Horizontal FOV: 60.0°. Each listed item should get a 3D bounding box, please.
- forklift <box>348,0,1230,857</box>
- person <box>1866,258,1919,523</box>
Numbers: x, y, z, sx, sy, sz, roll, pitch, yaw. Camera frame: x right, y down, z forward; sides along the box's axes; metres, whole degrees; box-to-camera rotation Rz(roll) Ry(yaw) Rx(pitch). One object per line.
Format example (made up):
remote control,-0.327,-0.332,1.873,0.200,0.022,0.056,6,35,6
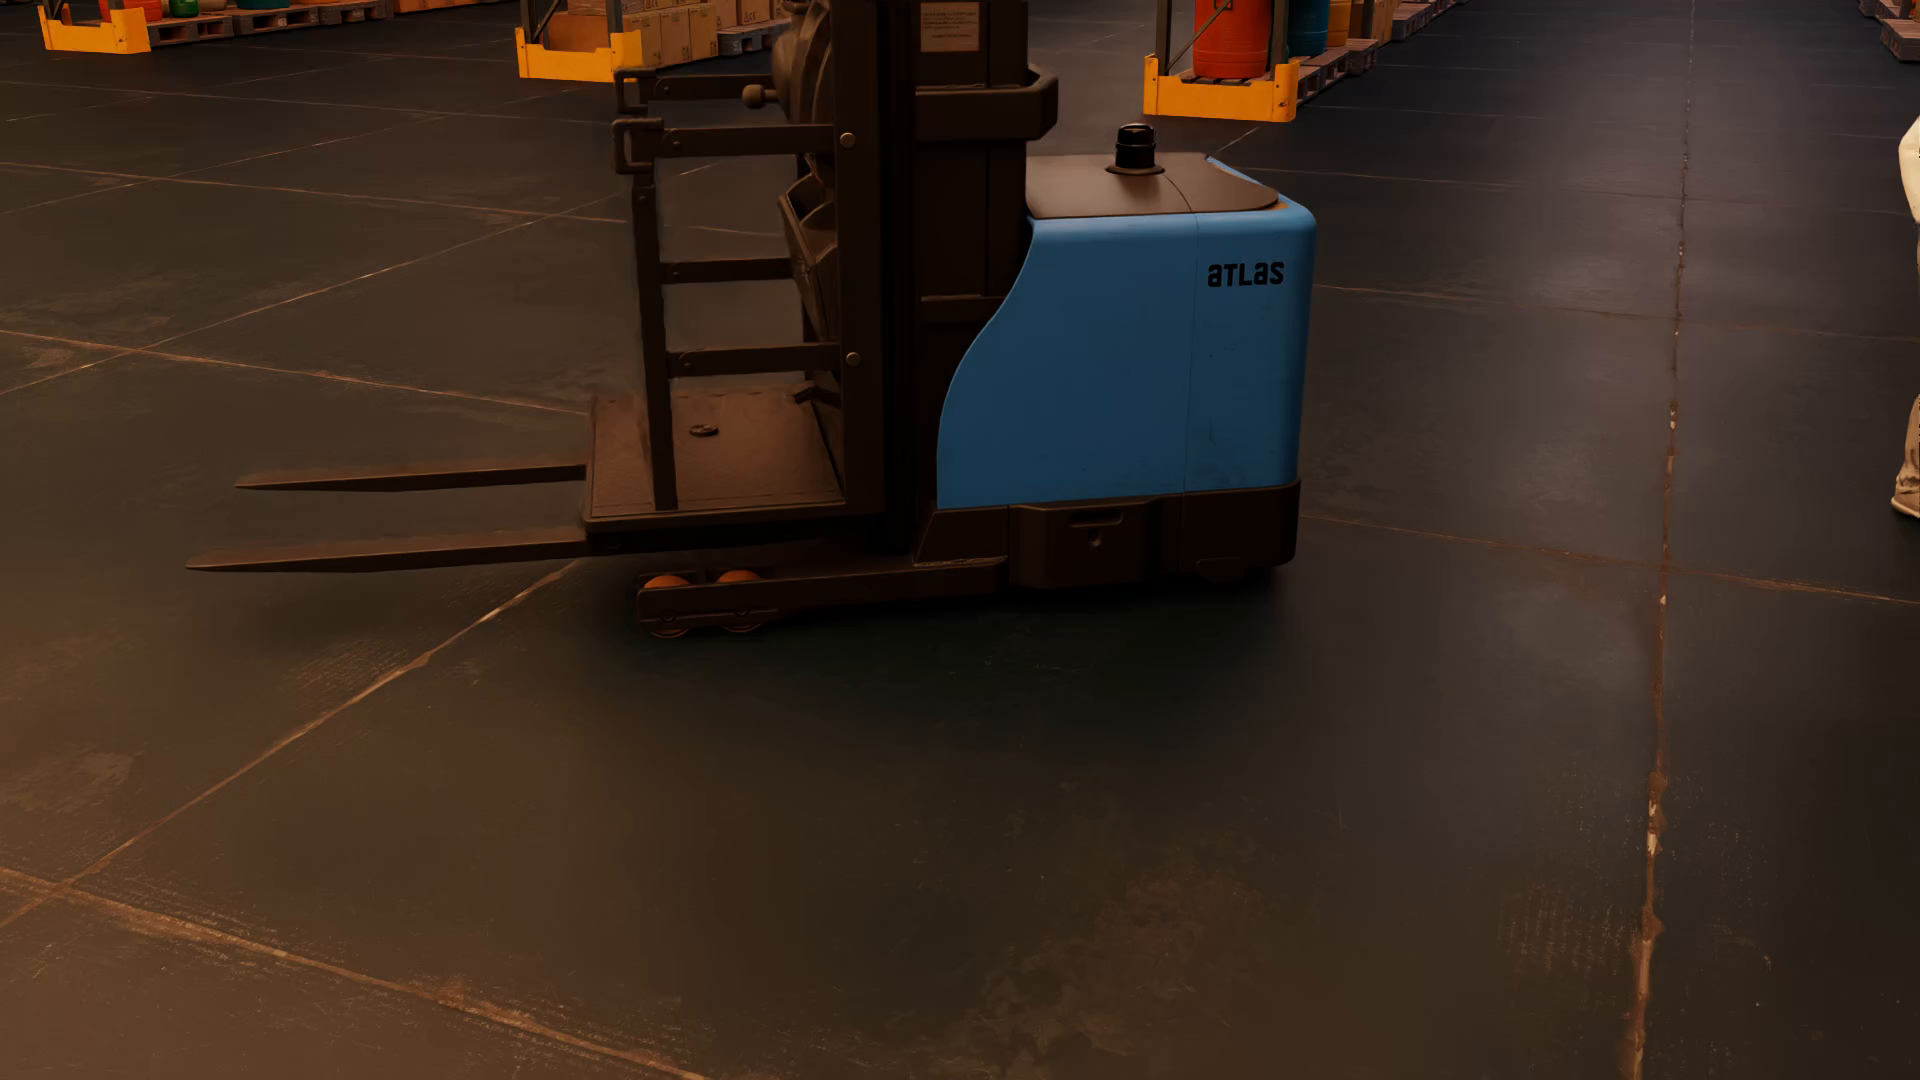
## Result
forklift,-0.266,-1.136,4.011,1.130,2.935,3.031,11,25,25
person,3.144,-0.898,5.058,0.485,1.689,0.336,-6,23,-14
